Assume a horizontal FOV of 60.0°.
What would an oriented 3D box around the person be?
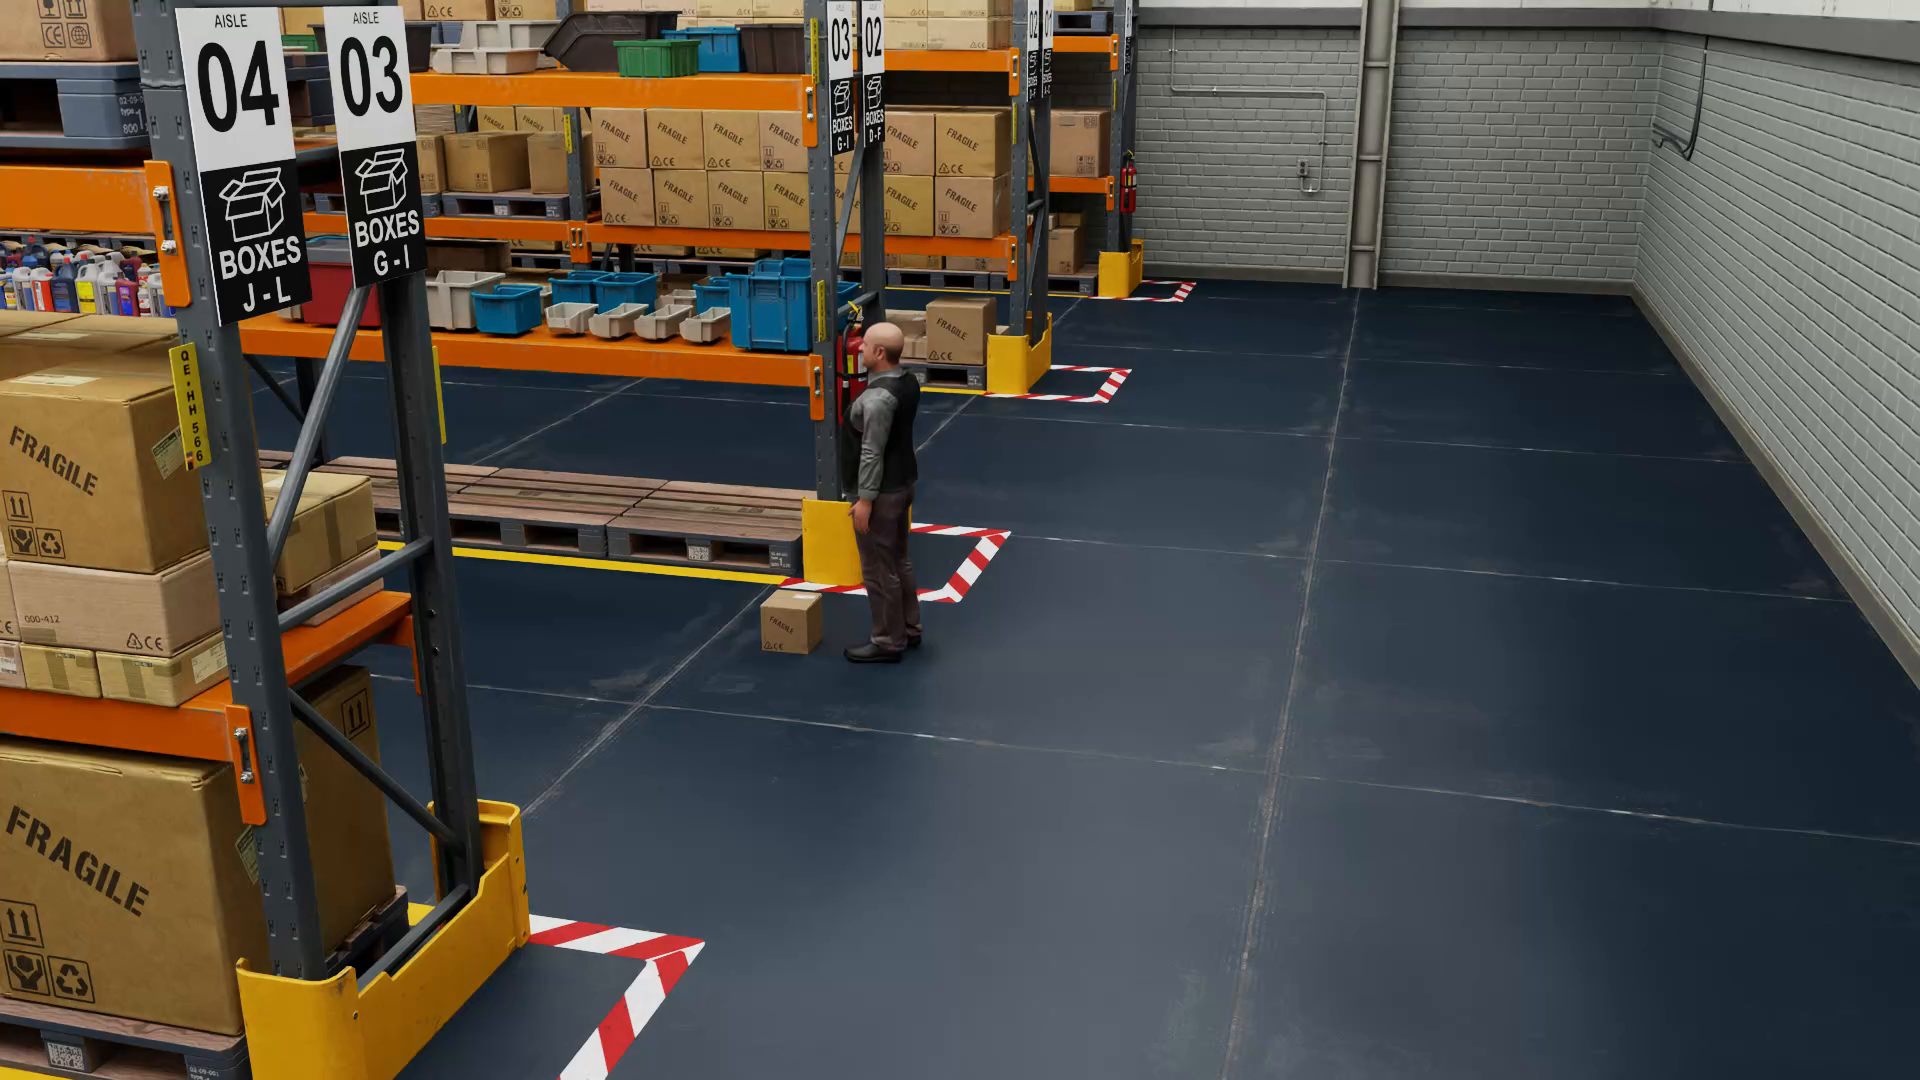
[{"bbox_3d":[-0.401,-0.223,8.309,0.361,1.745,0.539,5,19,14],"label":"person"}]
